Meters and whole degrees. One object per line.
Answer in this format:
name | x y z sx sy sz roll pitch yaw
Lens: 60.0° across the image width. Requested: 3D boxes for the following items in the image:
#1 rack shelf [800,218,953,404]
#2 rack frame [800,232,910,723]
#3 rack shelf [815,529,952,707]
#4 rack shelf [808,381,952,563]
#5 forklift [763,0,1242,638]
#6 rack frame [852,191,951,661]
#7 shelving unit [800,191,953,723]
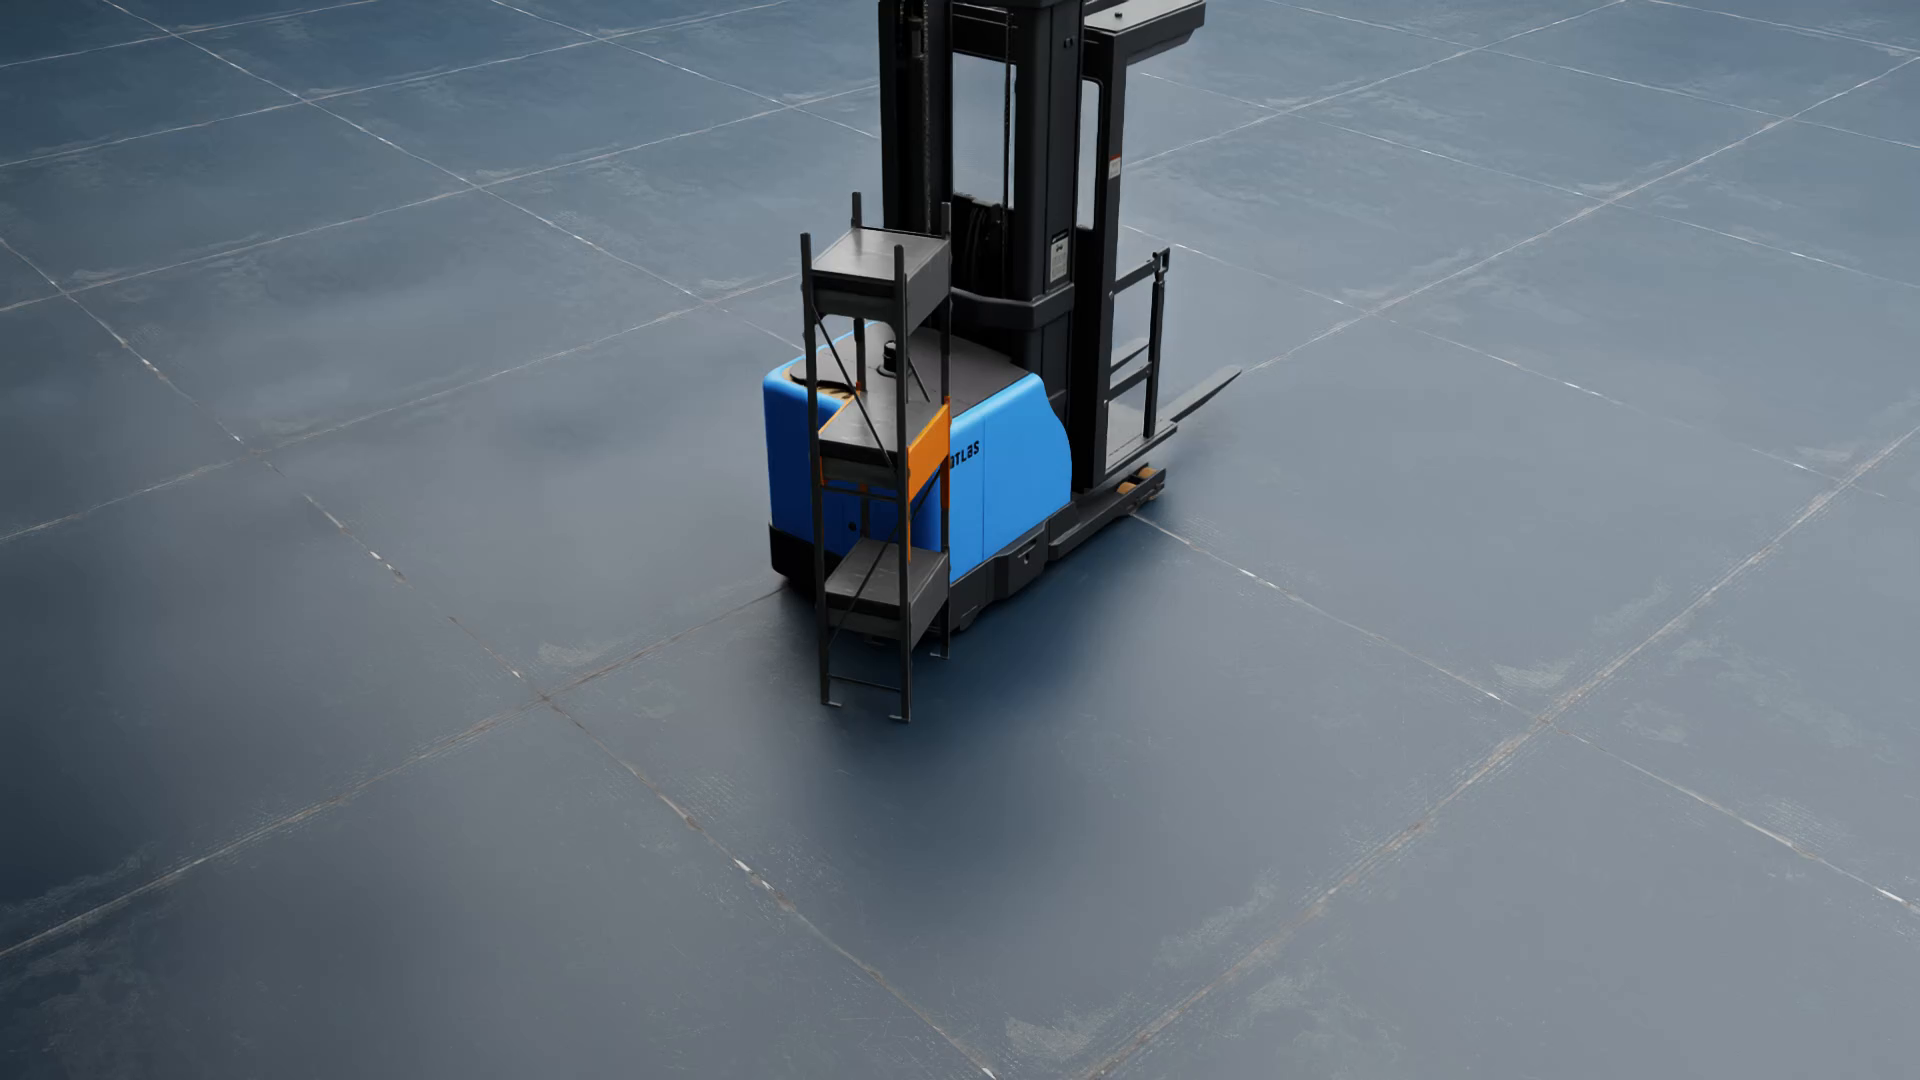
rack shelf | -0.310 -0.883 6.357 0.431 0.518 0.480 10 32 16
rack frame | -0.394 -0.175 6.506 0.400 2.100 0.015 10 32 16
rack shelf | -0.318 0.324 7.067 0.431 0.518 0.480 10 32 16
rack shelf | -0.314 -0.280 6.712 0.431 0.518 0.480 10 32 16
forklift | 0.405 -1.521 7.927 1.130 2.935 3.031 22 38 32
rack frame | -0.233 -0.408 6.904 0.400 2.100 0.015 10 32 16
shelving unit | -0.314 -0.291 6.705 0.431 2.100 0.503 10 32 16
